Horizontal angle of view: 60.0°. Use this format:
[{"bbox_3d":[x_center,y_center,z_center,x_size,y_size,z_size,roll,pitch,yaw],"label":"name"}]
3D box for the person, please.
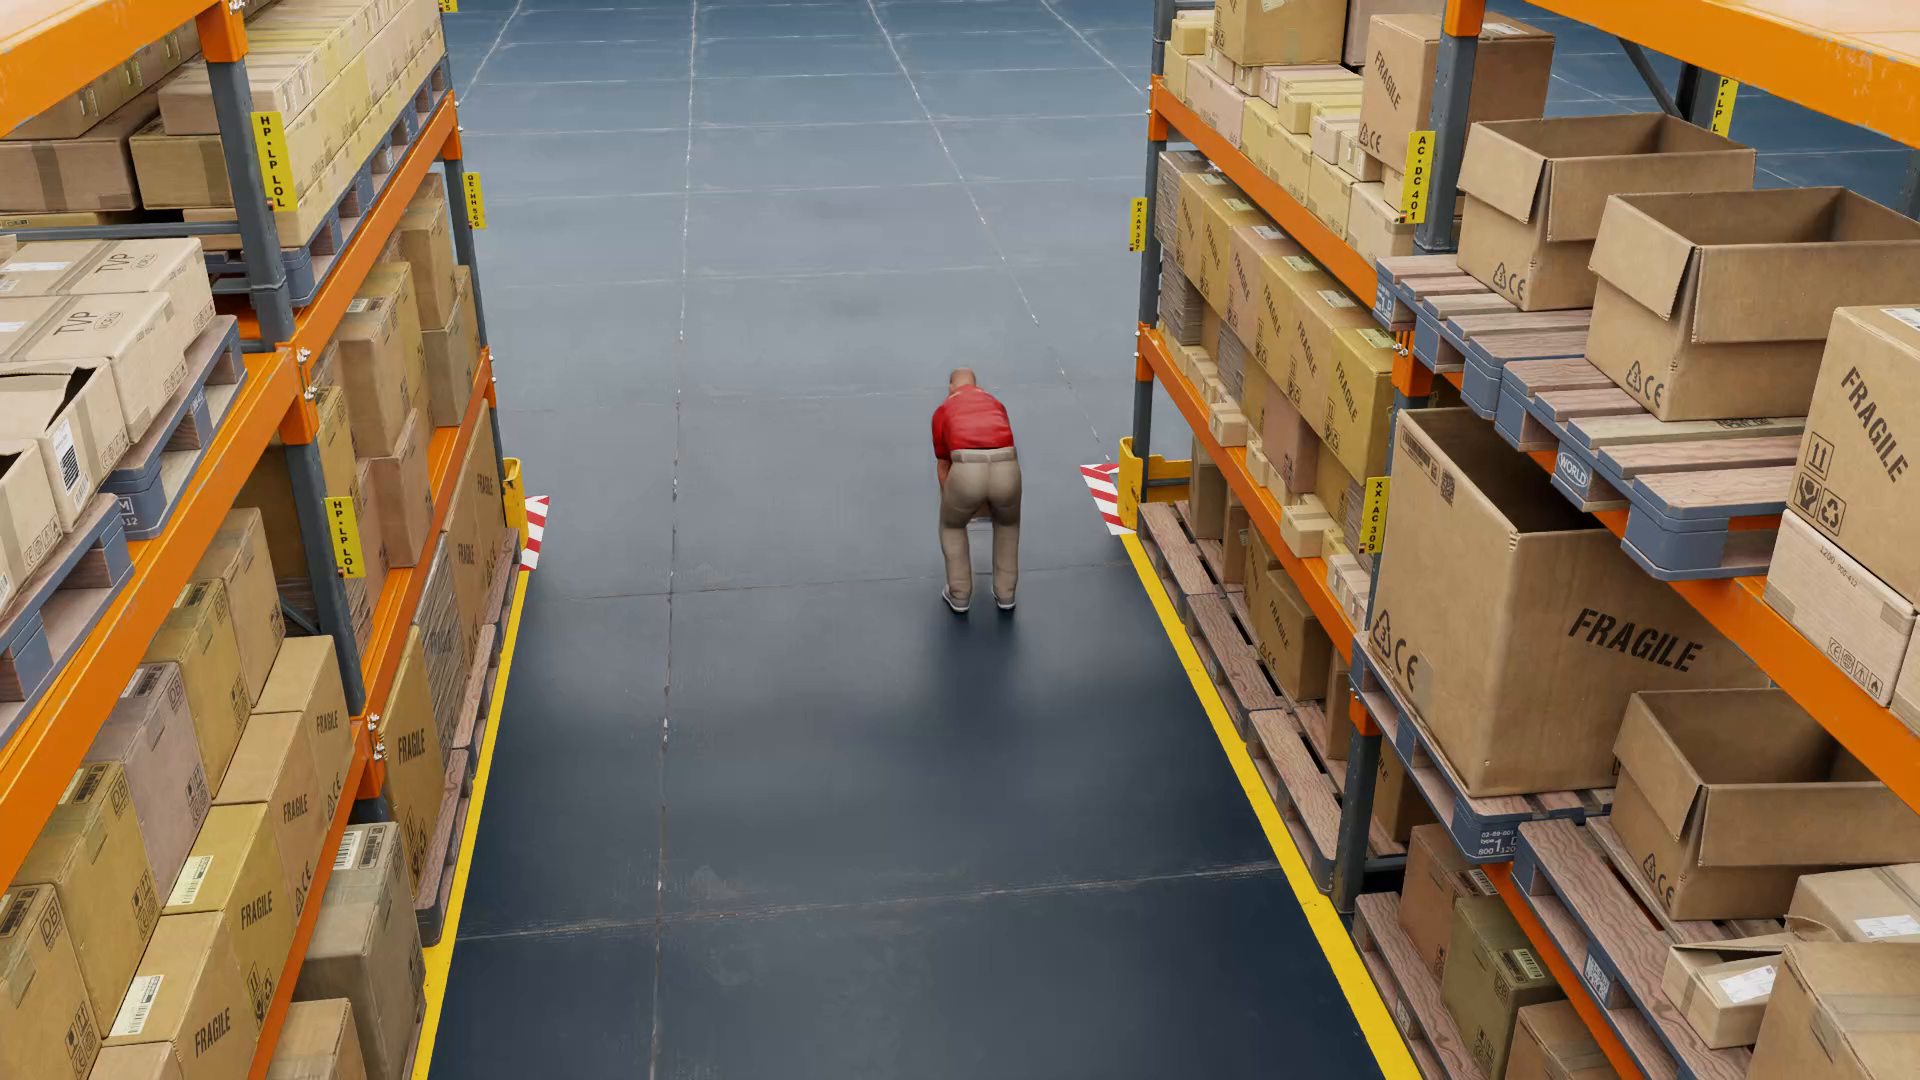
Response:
[{"bbox_3d":[0.089,-0.291,9.747,0.480,1.245,0.925,-4,27,-9],"label":"person"}]
